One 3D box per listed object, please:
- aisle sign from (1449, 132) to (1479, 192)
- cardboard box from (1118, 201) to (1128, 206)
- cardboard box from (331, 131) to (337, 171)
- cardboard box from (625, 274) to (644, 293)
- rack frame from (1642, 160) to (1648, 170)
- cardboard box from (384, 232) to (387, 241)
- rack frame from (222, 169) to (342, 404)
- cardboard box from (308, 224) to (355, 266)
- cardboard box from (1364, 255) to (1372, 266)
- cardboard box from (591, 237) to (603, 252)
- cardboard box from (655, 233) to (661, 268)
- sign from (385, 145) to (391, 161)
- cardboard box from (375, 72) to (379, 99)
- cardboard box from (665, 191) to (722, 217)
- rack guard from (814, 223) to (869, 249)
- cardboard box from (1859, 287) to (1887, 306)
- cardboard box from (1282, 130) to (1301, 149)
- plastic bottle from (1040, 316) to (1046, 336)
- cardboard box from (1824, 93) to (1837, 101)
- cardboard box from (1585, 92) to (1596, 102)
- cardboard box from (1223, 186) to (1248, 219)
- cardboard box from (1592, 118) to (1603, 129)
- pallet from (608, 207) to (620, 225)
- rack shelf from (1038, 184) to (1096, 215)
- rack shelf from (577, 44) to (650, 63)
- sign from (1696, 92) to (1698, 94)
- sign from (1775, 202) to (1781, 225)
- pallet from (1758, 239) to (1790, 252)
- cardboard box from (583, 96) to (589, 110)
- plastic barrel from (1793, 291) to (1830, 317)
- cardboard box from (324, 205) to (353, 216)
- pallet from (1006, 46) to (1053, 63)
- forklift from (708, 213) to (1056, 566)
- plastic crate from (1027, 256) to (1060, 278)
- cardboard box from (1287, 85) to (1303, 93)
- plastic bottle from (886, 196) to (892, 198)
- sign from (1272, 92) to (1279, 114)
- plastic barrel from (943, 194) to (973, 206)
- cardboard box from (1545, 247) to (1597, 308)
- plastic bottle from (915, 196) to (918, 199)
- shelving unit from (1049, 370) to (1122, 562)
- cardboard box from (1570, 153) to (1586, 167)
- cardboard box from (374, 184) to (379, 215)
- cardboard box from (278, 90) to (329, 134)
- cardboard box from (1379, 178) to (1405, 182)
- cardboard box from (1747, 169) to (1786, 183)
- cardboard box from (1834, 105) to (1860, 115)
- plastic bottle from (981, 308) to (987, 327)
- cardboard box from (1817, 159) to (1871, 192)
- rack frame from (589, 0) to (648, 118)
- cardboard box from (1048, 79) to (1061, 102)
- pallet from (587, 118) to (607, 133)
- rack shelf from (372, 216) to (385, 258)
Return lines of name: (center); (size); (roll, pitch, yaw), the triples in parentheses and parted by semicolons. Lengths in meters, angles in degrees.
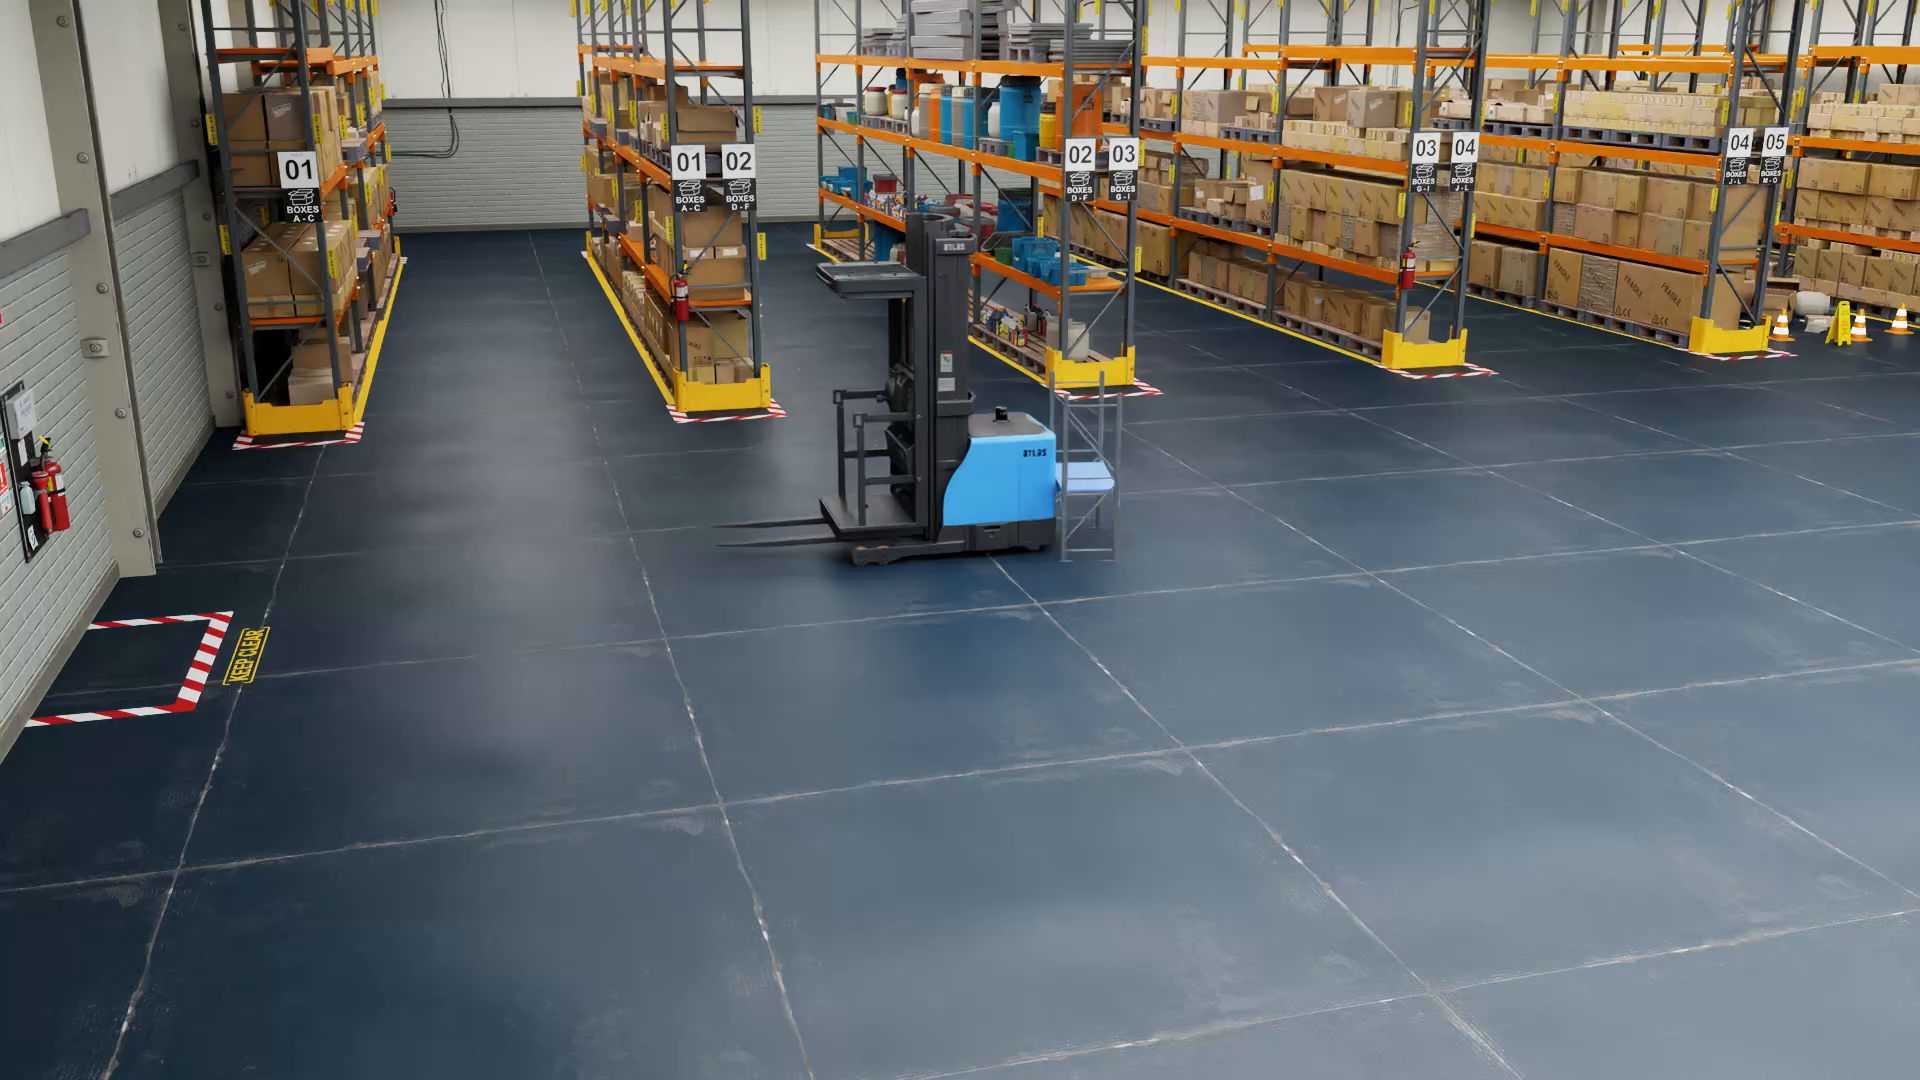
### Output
aisle sign: (6.862, -5.142, 22.634); (0.394, 0.787, 0.004); (-5, 17, -15)
cardboard box: (3.421, -6.833, 32.609); (0.500, 0.500, 0.500); (-5, 17, -17)
cardboard box: (-8.139, -4.904, 20.941); (0.500, 0.500, 0.500); (-5, 18, -17)
cardboard box: (-5.154, -4.161, 26.963); (0.500, 0.311, 0.500); (-5, 17, -17)
rack frame: (13.886, -6.886, 32.962); (1.000, 3.000, 0.127); (-5, 17, -15)
cardboard box: (-11.198, -5.818, 31.891); (0.380, 0.149, 0.250); (-5, 17, -17)
rack frame: (-7.731, -2.715, 19.075); (1.000, 3.000, 0.127); (-5, 17, -15)
cardboard box: (-8.261, -3.875, 21.858); (0.500, 0.500, 0.500); (-5, 17, -16)
cardboard box: (6.039, -4.037, 23.912); (0.380, 0.149, 0.250); (-5, 17, -15)
cardboard box: (-7.352, -6.116, 34.413); (0.500, 0.250, 0.500); (-5, 17, -15)
cardboard box: (-3.941, -4.140, 23.645); (0.700, 0.500, 0.500); (-5, 17, -17)
sign: (-11.603, -7.848, 33.738); (0.100, 0.325, 0.005); (-5, 17, -15)
cardboard box: (-11.538, -8.794, 32.151); (0.500, 0.500, 0.500); (-4, 17, -14)
cardboard box: (-3.527, -4.345, 22.072); (0.700, 0.500, 0.500); (-5, 17, -15)
rack guard: (-2.622, -6.733, 36.795); (1.175, 0.500, 0.348); (-5, 17, -15)
cardboard box: (15.320, -4.048, 27.563); (0.500, 0.250, 0.500); (-5, 18, -17)
cardboard box: (5.335, -6.217, 25.778); (0.500, 0.250, 0.500); (-5, 18, -17)
plastic bottle: (1.229, -3.163, 24.523); (0.061, 0.283, 0.133); (-5, 17, -15)
cardboard box: (18.187, -9.200, 34.502); (0.380, 0.149, 0.250); (-5, 18, -17)
cardboard box: (10.168, -7.040, 26.405); (0.380, 0.149, 0.250); (-5, 17, -16)
cardboard box: (4.892, -5.719, 28.167); (0.797, 0.503, 0.637); (-3, 17, -10)
cardboard box: (10.236, -6.589, 26.289); (0.380, 0.149, 0.250); (-5, 17, -16)
pallet: (-5.707, -5.766, 29.567); (1.003, 0.211, 1.213); (-5, 17, -15)
rack shelf: (2.709, -7.418, 35.982); (1.077, 0.370, 4.000); (-5, 17, -15)
rack shelf: (-6.817, -9.508, 32.515); (1.077, 0.370, 4.000); (-5, 17, -15)
sign: (14.409, -8.613, 32.597); (0.100, 0.325, 0.005); (-5, 17, -15)
sign: (11.889, -4.749, 24.204); (0.100, 0.325, 0.005); (-5, 17, -15)
pallet: (18.157, -6.491, 36.492); (1.003, 0.211, 1.213); (-5, 17, -15)
cardboard box: (-7.345, -8.836, 33.630); (0.500, 0.250, 0.500); (-5, 17, -15)
plastic barrel: (14.062, -3.891, 27.469); (0.512, 0.421, 0.421); (7, 18, 23)
cardboard box: (-9.427, -4.715, 24.793); (0.700, 0.500, 0.500); (-5, 17, -15)
pallet: (1.287, -6.632, 22.711); (1.003, 0.211, 1.213); (-5, 17, -15)
forklift: (-0.711, -1.343, 14.625); (3.031, 2.935, 1.130); (-4, 17, -13)
plastic crate: (1.196, -3.722, 22.686); (0.499, 0.251, 0.408); (-5, 17, -15)
cardboard box: (7.326, -9.789, 36.110); (0.380, 0.149, 0.250); (-5, 17, -16)
plastic bottle: (-1.342, -6.356, 31.412); (0.152, 0.276, 0.135); (-5, 17, -15)
sign: (4.925, -6.825, 25.958); (0.100, 0.325, 0.005); (-5, 17, -15)
plastic barrel: (0.015, -5.672, 28.683); (0.600, 0.536, 0.708); (-5, 17, -15)
cardboard box: (10.360, -4.365, 27.530); (0.875, 0.875, 0.875); (-4, 17, -14)
plastic bottle: (-0.808, -6.397, 31.548); (0.152, 0.276, 0.135); (-5, 17, -15)
shelving unit: (1.102, -0.677, 14.896); (0.538, 1.500, 1.048); (-1, 17, -4)
cardboard box: (13.082, -7.955, 34.608); (0.500, 0.500, 0.500); (-5, 17, -16)
cardboard box: (-10.510, -5.986, 29.240); (0.500, 0.500, 0.500); (-5, 17, -15)
cardboard box: (-7.845, -5.098, 19.846); (0.500, 0.500, 0.500); (-4, 17, -14)
cardboard box: (6.398, -5.010, 24.286); (0.500, 0.500, 0.500); (-5, 17, -15)
cardboard box: (14.501, -6.418, 29.982); (0.500, 0.500, 0.500); (-5, 17, -15)
cardboard box: (14.922, -7.222, 27.915); (0.380, 0.149, 0.250); (-5, 18, -17)
plastic bottle: (0.361, -3.386, 25.287); (0.097, 0.271, 0.097); (0, 17, 0)
cardboard box: (15.017, -6.167, 28.139); (0.700, 0.500, 0.500); (-5, 17, -15)
rack frame: (-6.267, -9.300, 30.570); (1.000, 3.000, 0.127); (-5, 17, -15)
cardboard box: (2.354, -9.910, 36.735); (0.700, 0.500, 0.500); (-6, 18, -19)
pallet: (-6.156, -7.588, 30.409); (1.213, 0.211, 1.003); (-5, 17, -15)
rack shelf: (-10.480, -5.137, 28.387); (1.077, 0.370, 4.000); (-5, 17, -15)
